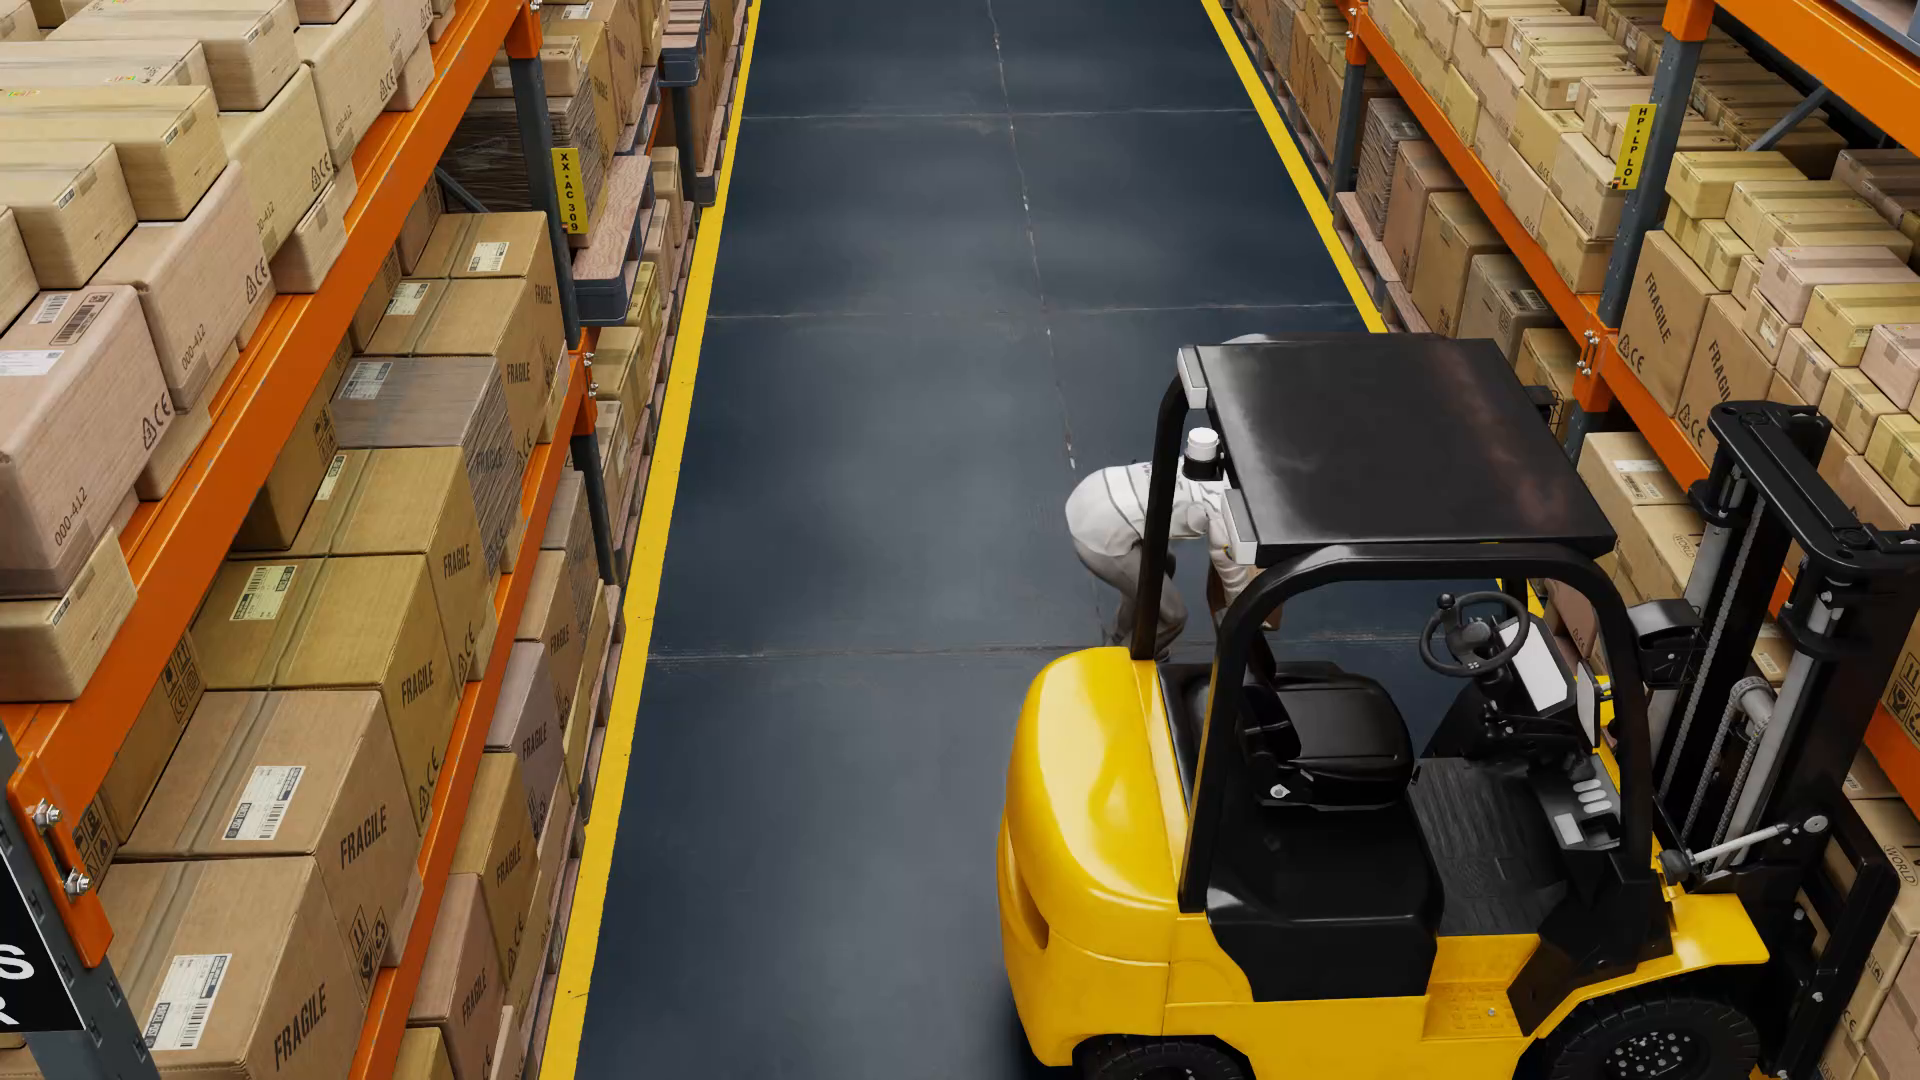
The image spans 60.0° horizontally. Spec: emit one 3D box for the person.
[{"bbox_3d":[0.864,0.104,6.500,0.919,1.087,0.443,-3,36,-4],"label":"person"}]
